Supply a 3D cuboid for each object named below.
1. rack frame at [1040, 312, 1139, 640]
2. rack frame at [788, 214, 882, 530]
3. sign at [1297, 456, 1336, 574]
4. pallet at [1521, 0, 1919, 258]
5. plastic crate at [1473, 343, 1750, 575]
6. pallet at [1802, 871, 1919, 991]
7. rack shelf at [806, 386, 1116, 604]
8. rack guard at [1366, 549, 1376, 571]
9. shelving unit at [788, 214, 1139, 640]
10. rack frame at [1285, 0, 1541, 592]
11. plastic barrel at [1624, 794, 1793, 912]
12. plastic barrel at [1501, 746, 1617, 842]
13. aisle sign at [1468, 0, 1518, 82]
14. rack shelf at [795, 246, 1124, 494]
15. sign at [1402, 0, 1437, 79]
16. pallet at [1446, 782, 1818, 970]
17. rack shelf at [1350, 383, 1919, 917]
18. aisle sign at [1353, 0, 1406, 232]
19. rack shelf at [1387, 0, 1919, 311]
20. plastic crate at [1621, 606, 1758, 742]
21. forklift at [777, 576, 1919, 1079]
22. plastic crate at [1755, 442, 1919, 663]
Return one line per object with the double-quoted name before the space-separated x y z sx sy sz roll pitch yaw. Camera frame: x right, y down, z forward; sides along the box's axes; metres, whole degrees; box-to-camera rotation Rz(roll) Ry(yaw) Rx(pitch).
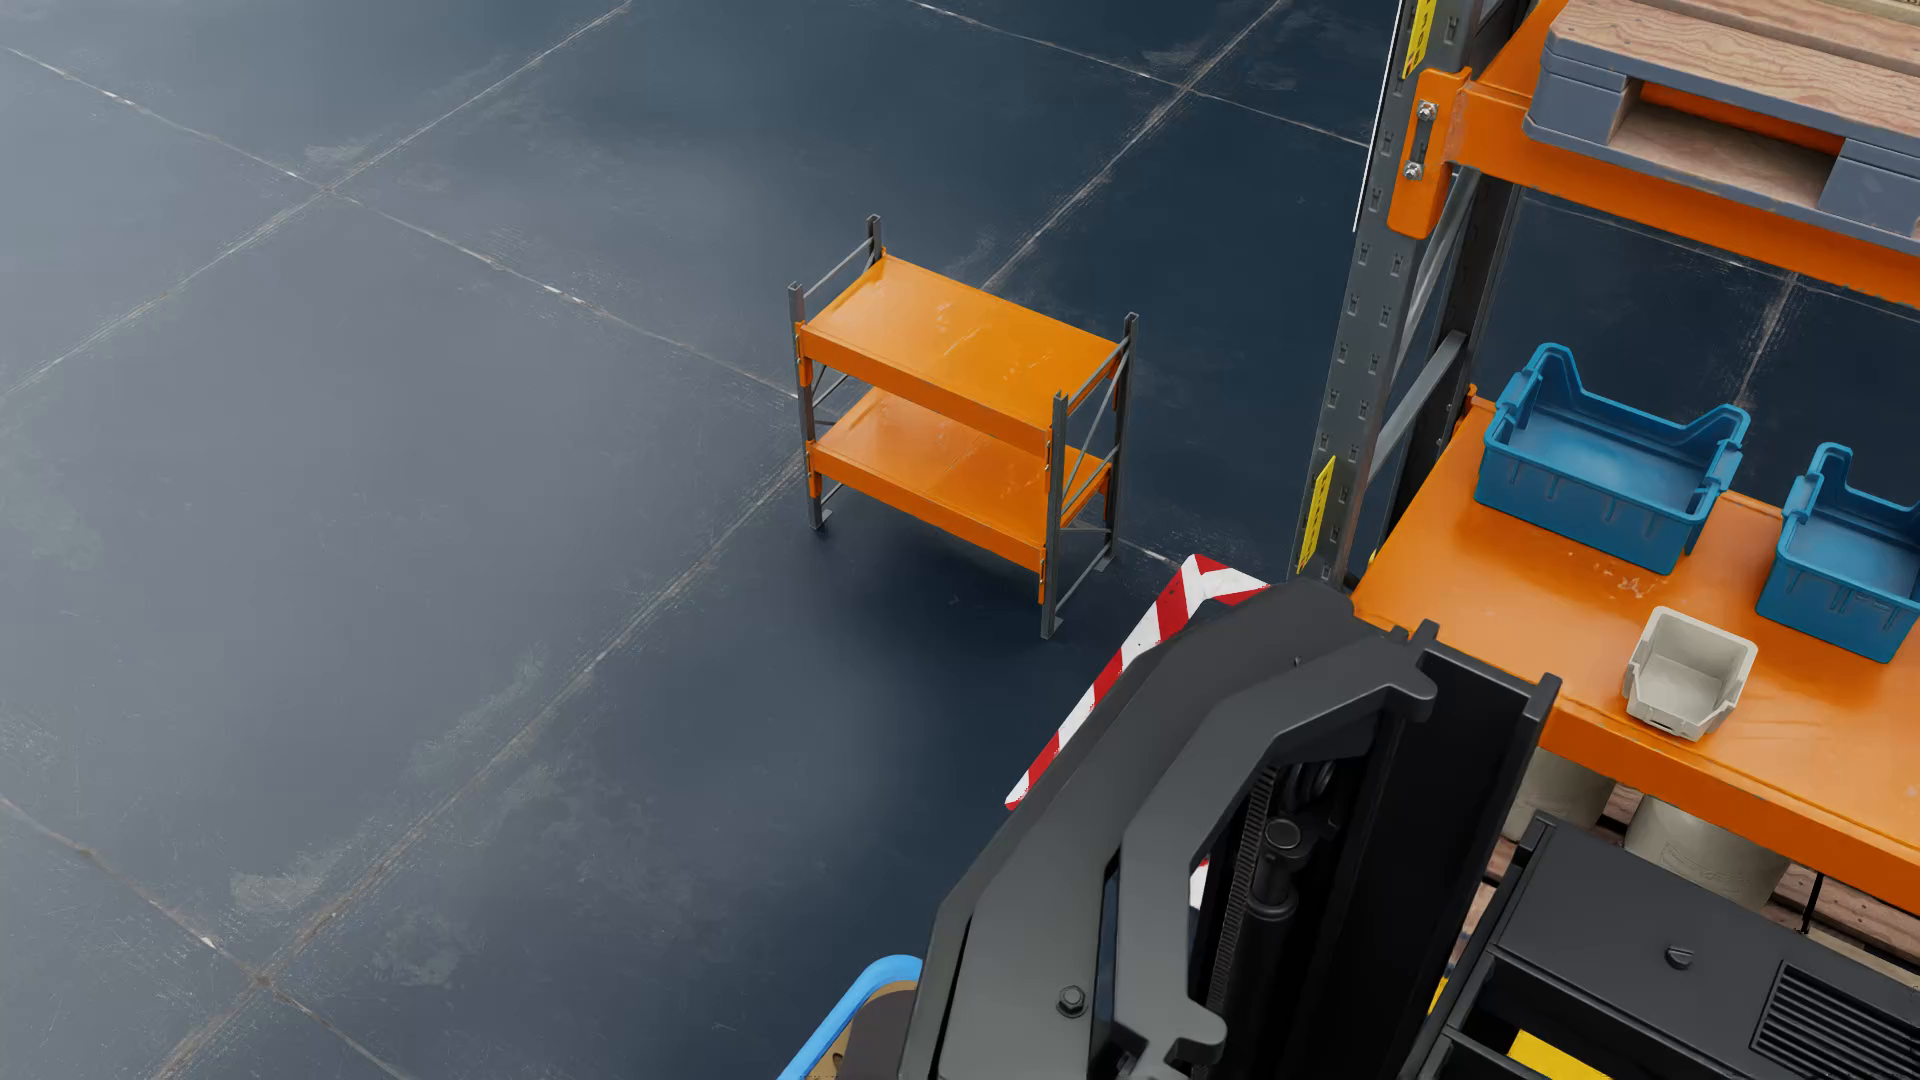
"rack frame" 0.434 -0.193 5.653 0.032 1.125 0.500 25 51 22
"rack frame" -0.422 -0.586 6.035 0.032 1.125 0.500 25 51 22
"sign" 0.860 -0.057 4.021 0.005 0.325 0.100 25 51 22
"pallet" 1.805 -0.891 3.065 1.213 0.211 1.003 25 51 22
"plastic crate" 1.744 -0.226 4.482 0.616 0.251 0.499 25 51 22
"pallet" 2.954 1.472 4.672 1.213 0.211 1.003 25 51 22
"rack shelf" 0.006 -0.219 6.019 1.000 0.278 0.538 25 51 22
"rack guard" 1.250 0.581 5.337 0.348 0.500 1.175 25 51 22
"shelving unit" 0.006 -0.389 5.844 1.048 1.125 0.538 25 51 22
"rack frame" 1.161 -0.291 4.442 0.127 3.000 1.000 25 51 22
"plastic barrel" 2.178 0.832 4.792 0.421 0.512 0.421 0 46 0
"plastic barrel" 1.756 0.638 4.980 0.421 0.512 0.421 0 46 0
"aisle sign" 1.261 -1.404 3.711 0.004 0.787 0.394 25 51 22
"rack shelf" 0.006 -0.593 5.634 1.000 0.278 0.538 25 51 22
"sign" 0.860 -1.009 3.041 0.005 0.325 0.100 25 51 22
"pallet" 1.931 0.999 5.132 1.213 0.211 1.003 25 51 22
"rack shelf" 2.845 0.734 3.947 4.000 0.370 1.077 25 51 22
"aisle sign" 0.942 -1.048 3.364 0.004 0.787 0.394 25 51 22
"rack shelf" 2.845 -0.312 2.871 4.000 0.370 1.077 25 51 22
"plastic crate" 1.741 0.341 4.011 0.250 0.136 0.298 25 51 22
"forklift" 0.788 1.545 2.705 3.031 2.935 1.130 26 51 23
"plastic crate" 2.287 0.029 4.234 0.408 0.251 0.499 25 51 22
